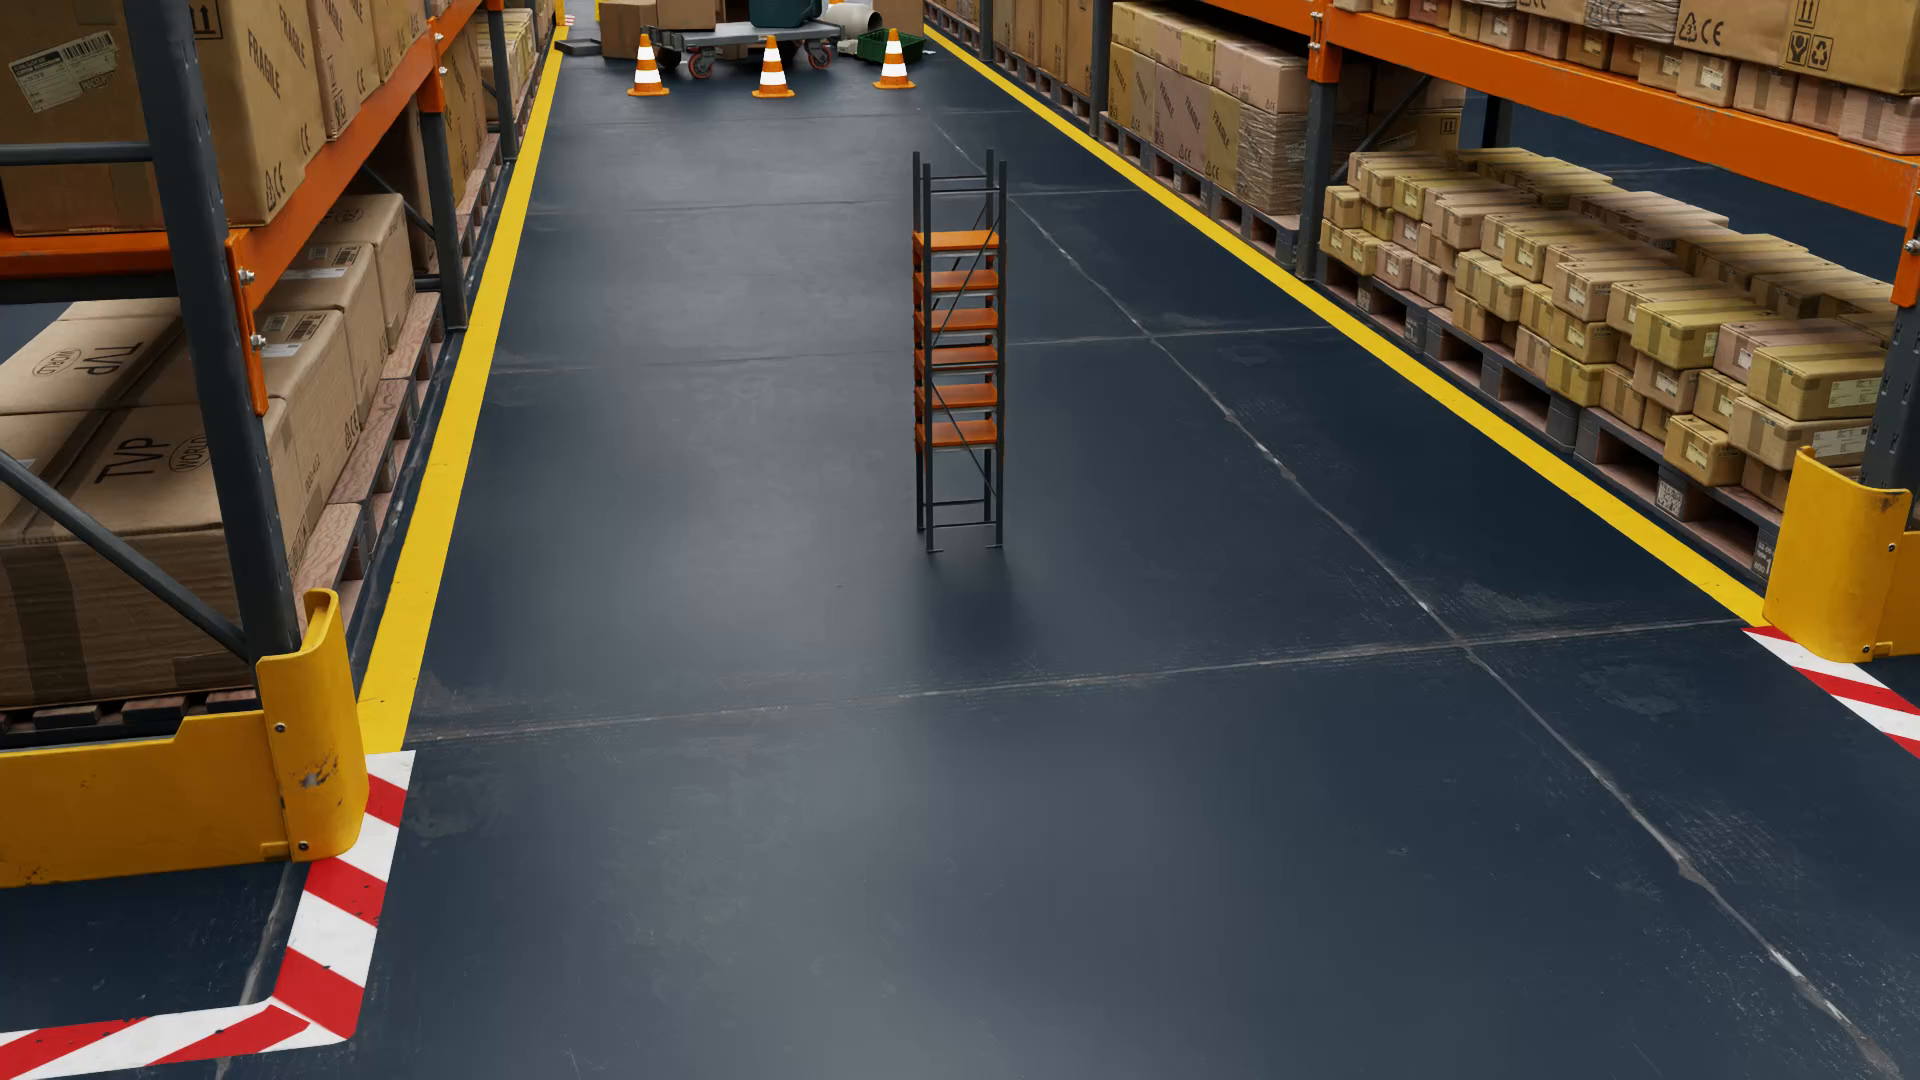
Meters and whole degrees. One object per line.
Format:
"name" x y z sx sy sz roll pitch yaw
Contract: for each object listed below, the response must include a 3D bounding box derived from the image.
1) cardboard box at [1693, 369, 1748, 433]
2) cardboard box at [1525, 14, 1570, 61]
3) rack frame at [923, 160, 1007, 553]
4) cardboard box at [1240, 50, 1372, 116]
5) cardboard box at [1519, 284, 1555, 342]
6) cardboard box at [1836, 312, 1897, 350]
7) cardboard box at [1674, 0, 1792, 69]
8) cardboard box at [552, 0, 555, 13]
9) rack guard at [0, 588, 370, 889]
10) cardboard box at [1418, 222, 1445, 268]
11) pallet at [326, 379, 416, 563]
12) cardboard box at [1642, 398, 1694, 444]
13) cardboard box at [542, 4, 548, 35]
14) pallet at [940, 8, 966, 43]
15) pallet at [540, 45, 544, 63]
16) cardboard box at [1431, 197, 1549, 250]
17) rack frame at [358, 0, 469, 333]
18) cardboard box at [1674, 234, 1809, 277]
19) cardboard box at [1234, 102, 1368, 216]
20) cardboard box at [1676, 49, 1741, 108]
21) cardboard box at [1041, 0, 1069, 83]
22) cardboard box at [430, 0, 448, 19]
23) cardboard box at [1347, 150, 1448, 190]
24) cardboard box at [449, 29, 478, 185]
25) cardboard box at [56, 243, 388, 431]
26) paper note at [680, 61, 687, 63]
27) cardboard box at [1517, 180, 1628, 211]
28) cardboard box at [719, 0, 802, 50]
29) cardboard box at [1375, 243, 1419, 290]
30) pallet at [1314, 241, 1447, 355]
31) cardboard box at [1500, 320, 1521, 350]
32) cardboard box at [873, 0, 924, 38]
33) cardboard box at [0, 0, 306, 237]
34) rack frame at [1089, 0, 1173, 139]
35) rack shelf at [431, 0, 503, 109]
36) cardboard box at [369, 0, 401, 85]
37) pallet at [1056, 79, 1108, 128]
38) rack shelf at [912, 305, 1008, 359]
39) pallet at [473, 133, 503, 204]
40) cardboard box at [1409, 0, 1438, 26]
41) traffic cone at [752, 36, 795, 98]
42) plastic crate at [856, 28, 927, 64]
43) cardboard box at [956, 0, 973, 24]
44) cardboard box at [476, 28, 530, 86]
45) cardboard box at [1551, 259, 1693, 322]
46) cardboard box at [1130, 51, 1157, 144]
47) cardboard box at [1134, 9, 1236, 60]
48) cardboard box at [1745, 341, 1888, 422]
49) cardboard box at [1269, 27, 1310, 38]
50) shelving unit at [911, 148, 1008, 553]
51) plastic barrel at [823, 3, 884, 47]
"cardboard box" 2.526 -0.433 5.160 0.380 0.149 0.250 -5 24 -11
"cardboard box" 2.277 -1.824 5.992 0.380 0.149 0.250 -3 24 -8
"rack frame" 0.014 -0.520 4.940 0.240 1.200 0.006 -4 24 -10
"cardboard box" 1.774 -2.356 8.558 0.500 0.250 0.500 -5 24 -11
"cardboard box" 2.286 -0.836 6.082 0.380 0.149 0.250 -3 24 -7
"cardboard box" 2.967 -0.607 5.187 0.380 0.149 0.250 -4 24 -9
"cardboard box" 2.473 -1.661 4.808 0.500 0.500 0.500 -5 24 -11
"cardboard box" -4.487 -5.630 17.304 0.500 0.250 0.500 -4 24 -10
"rack guard" -1.942 0.443 3.611 1.175 0.500 0.348 -4 24 -10
"cardboard box" 2.175 -1.255 7.041 0.380 0.149 0.250 -6 24 -12
"pallet" -2.393 -0.221 5.493 1.003 0.211 1.213 -4 24 -10
"cardboard box" 2.486 -0.399 5.454 0.380 0.149 0.250 -4 24 -10
"cardboard box" -4.119 -4.825 15.461 0.500 0.250 0.500 -3 24 -7
"pallet" 0.388 -5.346 17.226 1.003 0.211 1.213 -4 24 -10
"pallet" -4.324 -4.415 15.096 1.003 0.211 1.213 -4 24 -10
"cardboard box" 2.145 -1.283 6.735 0.380 0.149 0.250 -4 24 -9
"rack frame" -2.686 -2.285 6.734 1.000 3.000 0.127 -4 24 -10
"cardboard box" 2.874 -1.024 6.141 0.380 0.149 0.250 -4 24 -9
"cardboard box" 1.775 -2.011 8.704 0.500 0.500 0.500 -5 24 -11
"cardboard box" 2.421 -1.407 5.037 0.380 0.149 0.250 -4 24 -8
"cardboard box" 1.231 -4.016 12.983 1.050 0.750 0.750 -4 24 -9
"cardboard box" -2.508 -2.409 7.205 0.500 0.250 0.500 -5 24 -11
"cardboard box" 2.020 -1.699 7.686 0.380 0.149 0.250 -3 24 -8
"cardboard box" -3.219 -2.448 9.238 0.875 0.875 0.875 -4 24 -9
"cardboard box" -2.509 -0.696 5.773 0.875 0.438 0.875 -5 24 -11
"paper note" -2.587 -4.406 15.300 0.148 0.019 0.142 -4 24 -10
"cardboard box" 2.592 -1.426 7.062 0.380 0.149 0.250 -4 24 -8
"cardboard box" -1.911 -5.053 16.020 0.797 0.637 0.503 -4 24 -10
"cardboard box" 2.058 -1.212 7.314 0.380 0.149 0.250 -4 24 -10
"pallet" 2.319 -1.152 7.623 1.003 0.211 1.213 -4 24 -10
"cardboard box" 2.315 -0.805 6.383 0.380 0.149 0.250 -4 24 -8
"cardboard box" -0.615 -5.228 16.593 0.500 0.500 0.500 0 24 -1
"cardboard box" -1.753 -0.968 3.593 0.500 0.500 0.500 -4 24 -10
"rack frame" 1.420 -4.265 11.267 1.000 3.000 0.127 -4 24 -10
"rack shelf" -3.056 -2.742 8.680 1.077 0.370 4.000 -4 24 -10
"cardboard box" -2.141 -1.769 5.427 0.500 0.500 0.500 -5 24 -11
"pallet" 1.348 -3.302 12.547 1.003 0.211 1.213 -4 24 -10
"rack shelf" -0.003 -0.625 4.993 0.258 0.103 0.180 -4 24 -10
"pallet" -3.354 -2.265 10.172 1.003 0.211 1.213 -4 24 -10
"cardboard box" 2.112 -2.243 6.953 0.380 0.149 0.250 -5 24 -12
"traffic cone" -1.524 -3.845 13.476 0.336 0.463 0.334 -4 24 -10
"plastic crate" -0.639 -4.547 15.355 0.450 0.188 0.662 17 27 13
"cardboard box" 0.463 -5.663 16.600 0.875 0.875 0.875 -4 24 -9
"cardboard box" -3.799 -3.658 12.636 0.950 0.372 0.625 -4 24 -8
"cardboard box" 2.300 -0.870 5.787 0.380 0.149 0.250 -3 24 -8
"cardboard box" 1.397 -2.817 10.550 0.500 0.500 0.500 -4 24 -9
"cardboard box" 1.404 -3.167 10.414 0.500 0.250 0.500 -5 24 -10
"cardboard box" 2.553 -0.466 4.863 0.380 0.149 0.250 -4 24 -9
"cardboard box" 2.092 -2.802 9.580 0.500 0.250 0.500 -3 24 -8
"shelving unit" -0.003 -0.556 5.023 0.258 1.200 0.189 -4 24 -10
"plastic barrel" -1.037 -4.990 16.146 0.512 0.421 0.421 13 27 27
